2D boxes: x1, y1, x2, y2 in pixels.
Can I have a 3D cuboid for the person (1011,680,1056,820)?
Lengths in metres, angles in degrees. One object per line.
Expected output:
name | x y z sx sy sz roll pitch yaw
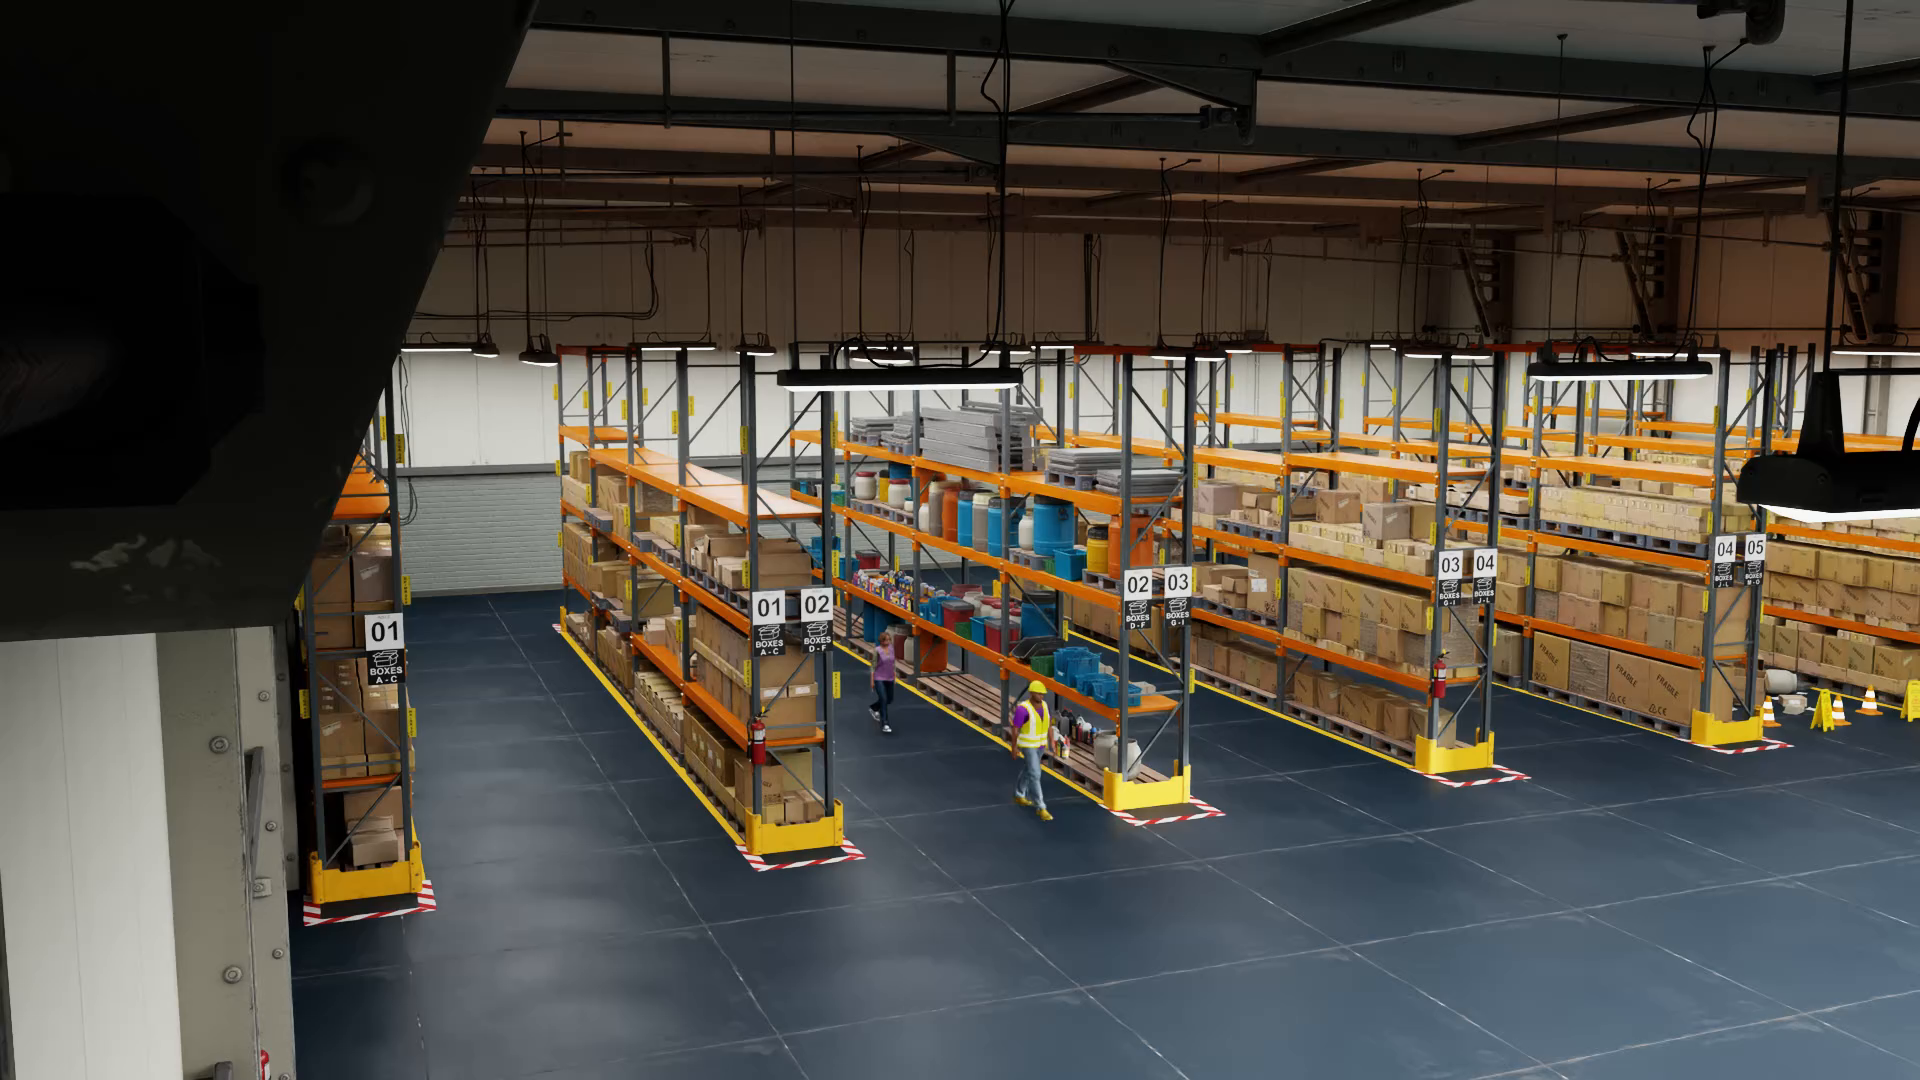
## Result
person | 0.997 2.698 21.777 0.908 1.737 0.591 7 10 42

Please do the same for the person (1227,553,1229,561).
person | 7.164 -0.130 44.882 0.548 1.512 0.742 4 8 29

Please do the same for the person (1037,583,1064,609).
person | 1.823 1.289 33.303 0.457 1.610 1.045 -3 8 -23

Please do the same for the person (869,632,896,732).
person | -1.228 2.208 26.367 0.454 1.557 0.840 -5 9 -37
